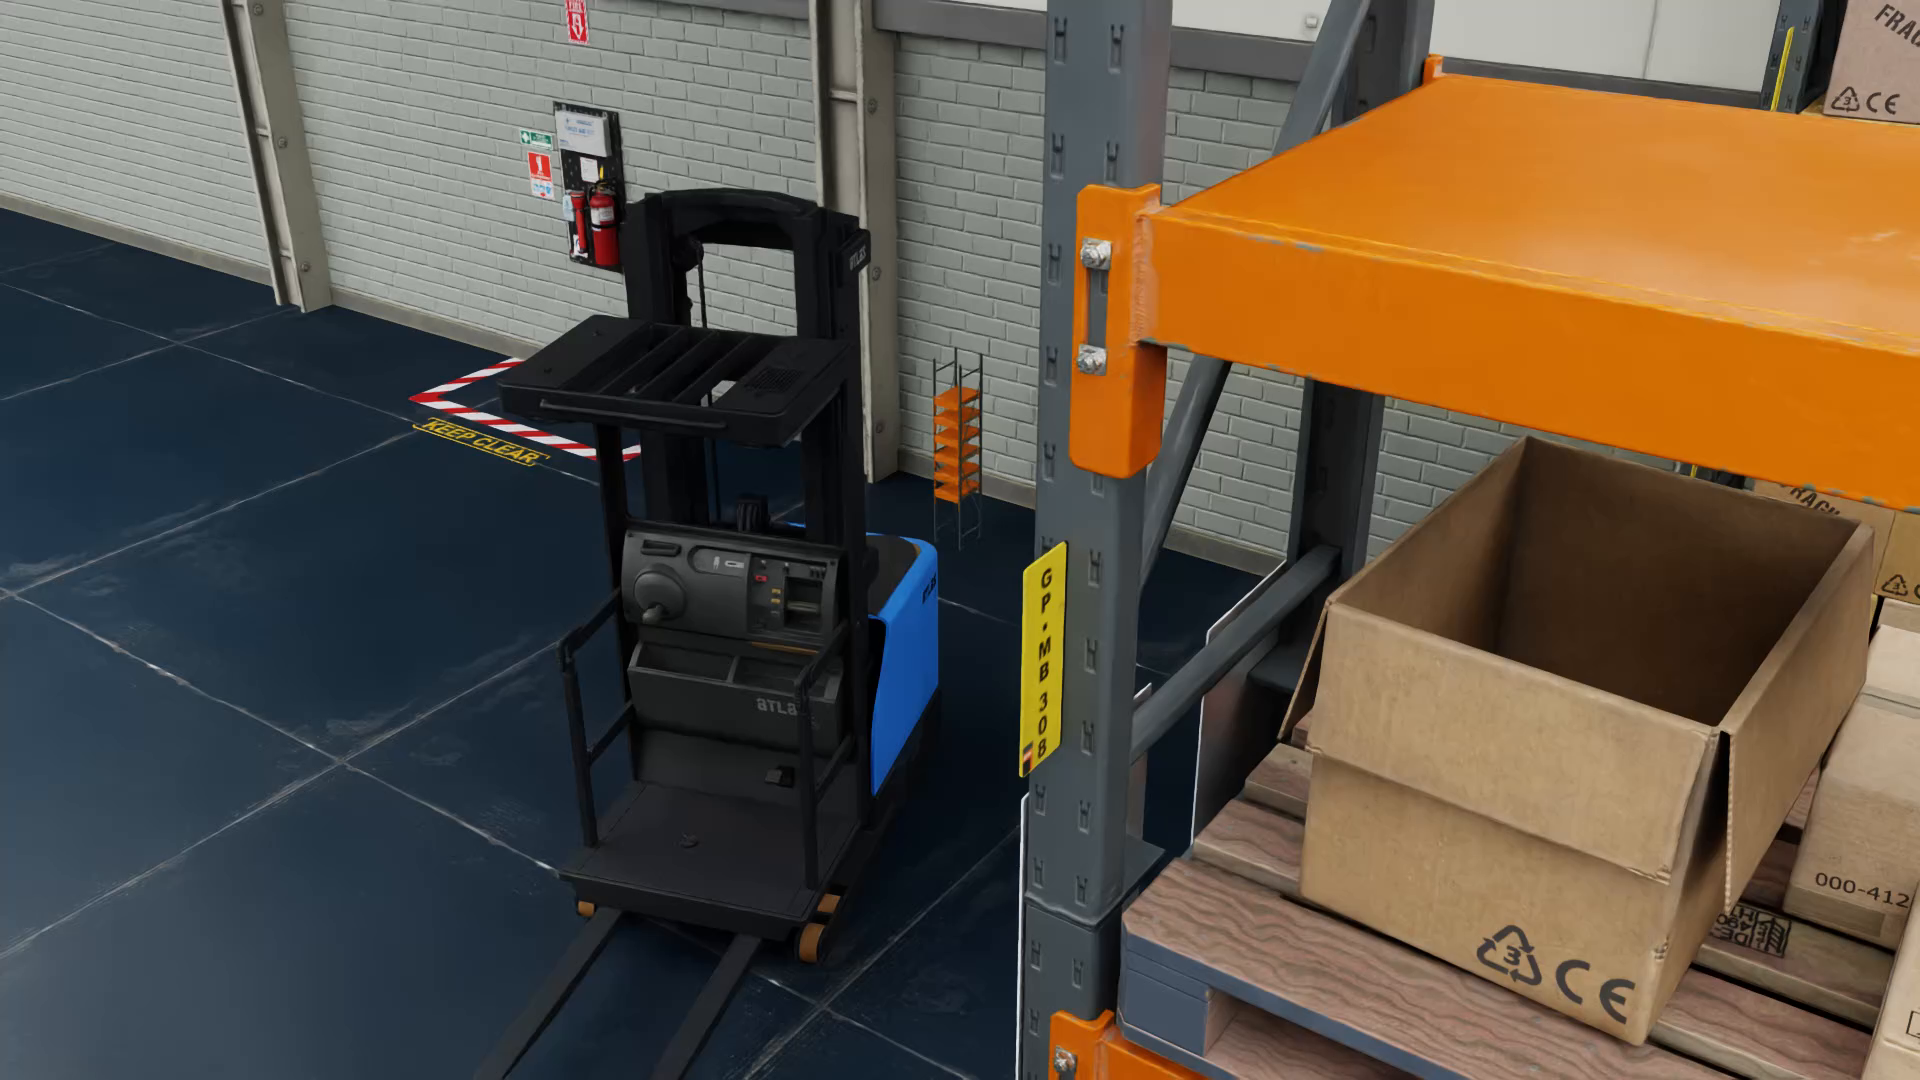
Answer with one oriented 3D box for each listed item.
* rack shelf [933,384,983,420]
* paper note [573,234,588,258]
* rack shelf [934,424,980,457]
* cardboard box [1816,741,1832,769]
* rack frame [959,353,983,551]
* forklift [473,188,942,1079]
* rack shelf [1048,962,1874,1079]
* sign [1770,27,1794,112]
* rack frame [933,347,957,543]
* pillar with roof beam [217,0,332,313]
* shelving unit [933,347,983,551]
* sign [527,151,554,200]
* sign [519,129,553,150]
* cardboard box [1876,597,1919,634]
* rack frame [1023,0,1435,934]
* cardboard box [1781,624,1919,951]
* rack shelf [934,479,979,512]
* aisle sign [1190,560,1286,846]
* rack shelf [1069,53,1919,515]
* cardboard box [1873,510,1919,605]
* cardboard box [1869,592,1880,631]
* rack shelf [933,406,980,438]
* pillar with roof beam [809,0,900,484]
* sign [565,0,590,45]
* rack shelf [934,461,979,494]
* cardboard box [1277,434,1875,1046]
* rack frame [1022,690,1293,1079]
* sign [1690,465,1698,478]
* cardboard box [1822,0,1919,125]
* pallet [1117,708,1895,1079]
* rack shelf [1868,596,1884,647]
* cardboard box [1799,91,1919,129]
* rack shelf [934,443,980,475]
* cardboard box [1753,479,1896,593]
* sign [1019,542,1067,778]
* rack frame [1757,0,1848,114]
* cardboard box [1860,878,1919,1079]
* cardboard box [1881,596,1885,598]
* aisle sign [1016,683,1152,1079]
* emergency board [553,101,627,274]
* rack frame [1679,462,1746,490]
[{"bbox_3d":[-0.012,-0.820,9.842,0.180,0.103,0.258,17,32,30],"label":"rack shelf"},{"bbox_3d":[-2.768,-2.144,12.126,0.142,0.148,0.016,17,32,30],"label":"paper note"},{"bbox_3d":[-0.012,-0.606,9.951,0.180,0.103,0.258,17,32,30],"label":"rack shelf"},{"bbox_3d":[3.752,1.082,7.296,0.500,0.311,0.500,14,30,25],"label":"cardboard box"},{"bbox_3d":[0.063,-0.515,9.939,0.006,1.200,0.240,17,32,30],"label":"rack frame"},{"bbox_3d":[-0.995,0.233,6.560,1.130,2.935,3.031,8,28,15],"label":"forklift"},{"bbox_3d":[2.080,1.219,2.034,4.000,0.370,1.077,17,32,30],"label":"rack shelf"},{"bbox_3d":[2.926,-1.655,5.924,0.005,0.325,0.100,17,32,30],"label":"sign"},{"bbox_3d":[-0.087,-0.562,10.031,0.006,1.200,0.240,17,32,30],"label":"rack frame"},{"bbox_3d":[-8.029,-4.421,9.016,0.400,9.000,9.100,17,32,30],"label":"pillar with roof beam"},{"bbox_3d":[-0.012,-0.538,9.985,0.189,1.200,0.258,17,32,30],"label":"shelving unit"},{"bbox_3d":[-3.059,-2.661,12.133,0.234,0.329,0.001,17,32,30],"label":"sign"},{"bbox_3d":[-3.060,-2.893,12.004,0.331,0.109,0.001,17,32,30],"label":"sign"},{"bbox_3d":[3.891,0.298,6.500,0.500,0.250,0.500,16,31,29],"label":"cardboard box"},{"bbox_3d":[0.431,-0.952,2.200,0.127,3.000,1.000,17,32,30],"label":"rack frame"},{"bbox_3d":[1.530,0.399,2.400,0.500,0.250,0.500,17,32,30],"label":"cardboard box"},{"bbox_3d":[-0.012,-0.285,10.114,0.180,0.103,0.258,17,32,30],"label":"rack shelf"},{"bbox_3d":[0.543,0.436,3.220,0.004,0.787,0.394,17,32,30],"label":"aisle sign"},{"bbox_3d":[2.080,0.060,1.445,4.000,0.370,1.077,17,32,30],"label":"rack shelf"},{"bbox_3d":[3.858,-0.042,6.343,0.500,0.500,0.500,17,32,30],"label":"cardboard box"},{"bbox_3d":[3.455,0.170,6.752,0.500,0.250,0.500,16,31,29],"label":"cardboard box"},{"bbox_3d":[-0.012,-0.713,9.896,0.180,0.103,0.258,17,32,30],"label":"rack shelf"},{"bbox_3d":[-3.083,-2.880,5.988,0.400,9.000,9.100,17,32,30],"label":"pillar with roof beam"},{"bbox_3d":[-2.612,-3.537,11.338,0.199,0.298,0.001,17,32,30],"label":"sign"},{"bbox_3d":[-0.012,-0.392,10.060,0.180,0.103,0.258,17,32,30],"label":"rack shelf"},{"bbox_3d":[0.903,0.238,2.437,0.637,0.503,0.797,20,33,34],"label":"cardboard box"},{"bbox_3d":[0.431,1.721,3.561,0.127,3.000,1.000,17,32,30],"label":"rack frame"},{"bbox_3d":[2.926,-0.315,6.607,0.005,0.325,0.100,17,32,30],"label":"sign"},{"bbox_3d":[3.413,-1.778,5.895,0.500,0.500,0.500,15,31,27],"label":"cardboard box"},{"bbox_3d":[1.000,0.615,2.525,1.213,0.211,1.003,17,32,30],"label":"pallet"},{"bbox_3d":[4.881,0.702,6.356,4.000,0.370,1.077,17,32,30],"label":"rack shelf"},{"bbox_3d":[3.367,-1.343,6.142,0.500,0.500,0.500,18,32,32],"label":"cardboard box"},{"bbox_3d":[-0.012,-0.499,10.005,0.180,0.103,0.258,17,32,30],"label":"rack shelf"},{"bbox_3d":[3.456,-0.173,6.599,0.500,0.500,0.500,17,32,30],"label":"cardboard box"},{"bbox_3d":[0.112,0.165,2.259,0.005,0.325,0.100,17,32,30],"label":"sign"},{"bbox_3d":[3.233,-2.805,5.841,0.127,3.000,1.000,17,32,30],"label":"rack frame"},{"bbox_3d":[1.301,0.615,2.087,0.250,0.149,0.380,17,32,30],"label":"cardboard box"},{"bbox_3d":[4.162,0.103,6.883,0.500,0.250,0.500,18,32,32],"label":"cardboard box"},{"bbox_3d":[0.204,0.660,2.779,0.004,0.787,0.394,17,32,30],"label":"aisle sign"},{"bbox_3d":[-2.661,-2.465,11.786,0.643,1.169,0.194,17,32,30],"label":"emergency board"},{"bbox_3d":[3.233,-0.132,7.202,0.127,3.000,1.000,17,32,30],"label":"rack frame"}]
